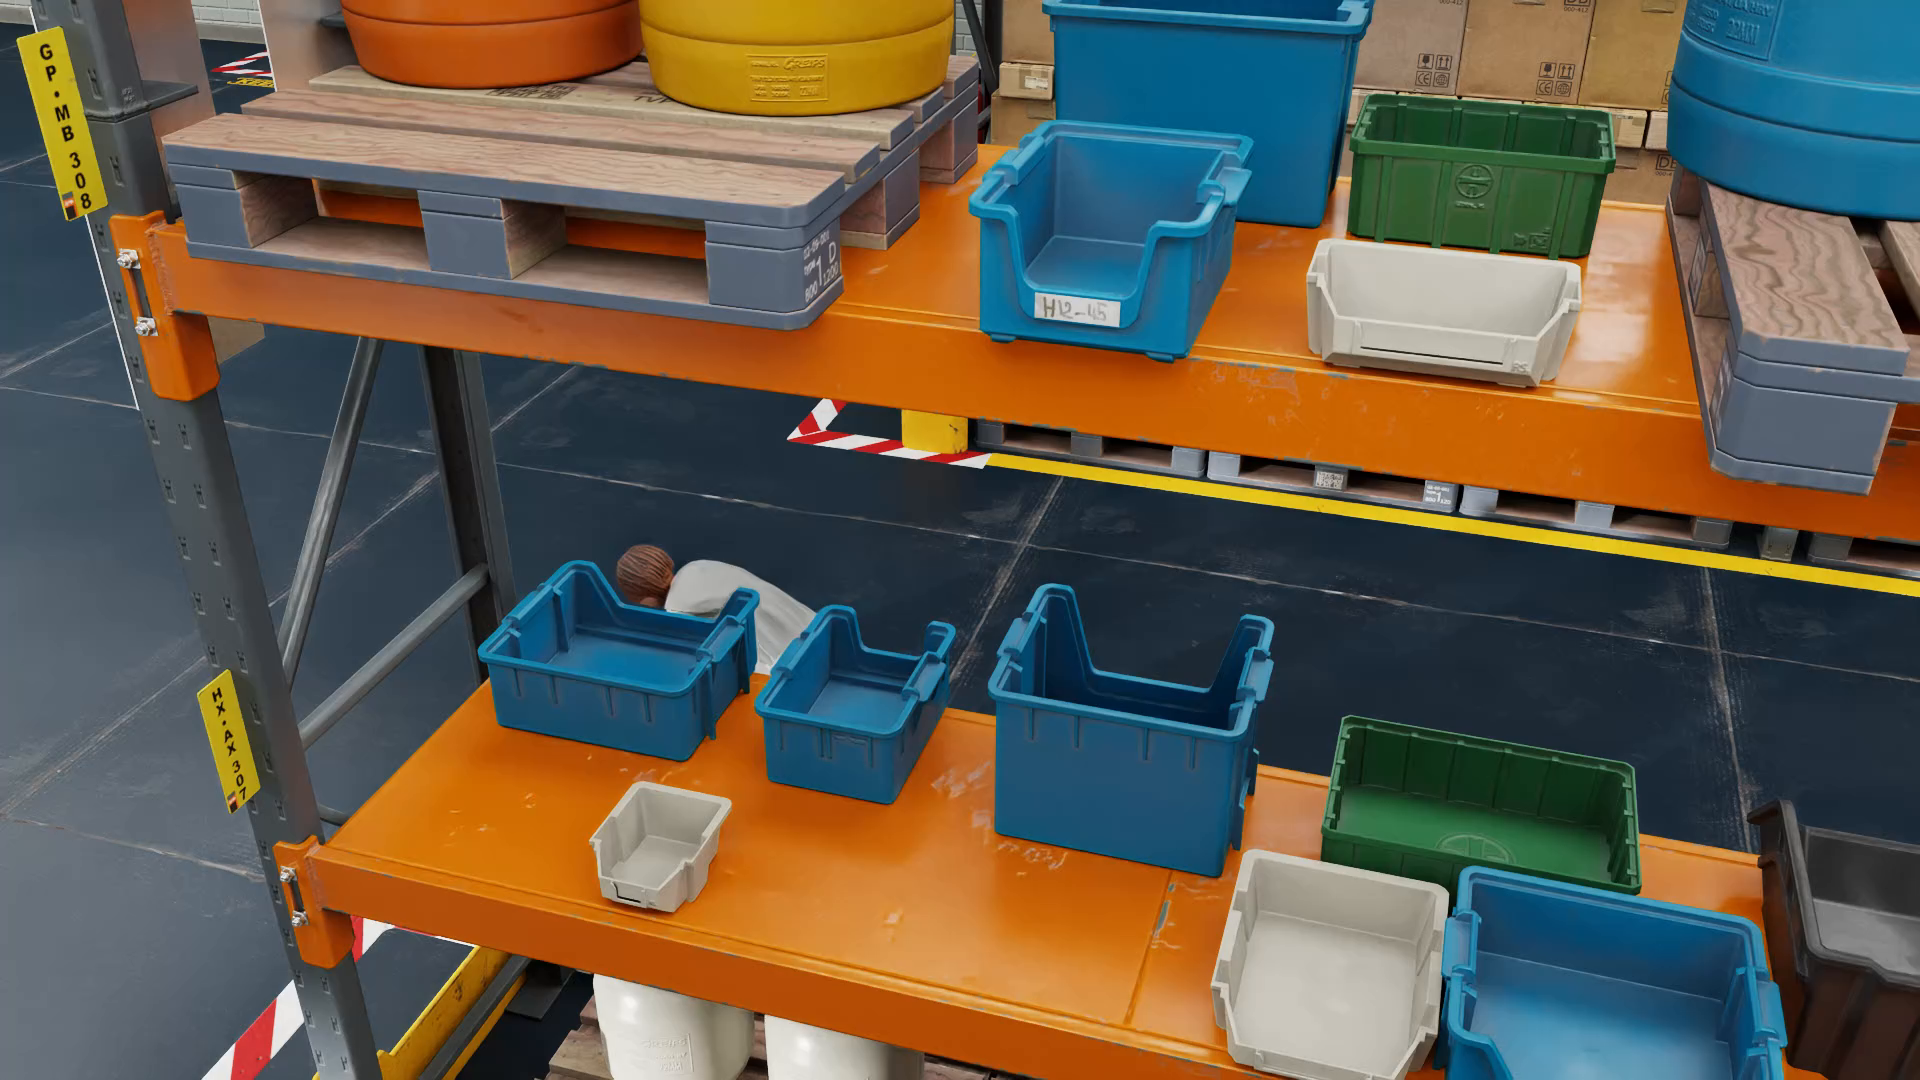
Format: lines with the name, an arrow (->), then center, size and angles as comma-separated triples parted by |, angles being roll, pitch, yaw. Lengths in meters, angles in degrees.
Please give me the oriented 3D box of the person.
person -> -0.861, 0.415, 6.202 | 0.800, 0.816, 0.434 | 9, 31, 15
